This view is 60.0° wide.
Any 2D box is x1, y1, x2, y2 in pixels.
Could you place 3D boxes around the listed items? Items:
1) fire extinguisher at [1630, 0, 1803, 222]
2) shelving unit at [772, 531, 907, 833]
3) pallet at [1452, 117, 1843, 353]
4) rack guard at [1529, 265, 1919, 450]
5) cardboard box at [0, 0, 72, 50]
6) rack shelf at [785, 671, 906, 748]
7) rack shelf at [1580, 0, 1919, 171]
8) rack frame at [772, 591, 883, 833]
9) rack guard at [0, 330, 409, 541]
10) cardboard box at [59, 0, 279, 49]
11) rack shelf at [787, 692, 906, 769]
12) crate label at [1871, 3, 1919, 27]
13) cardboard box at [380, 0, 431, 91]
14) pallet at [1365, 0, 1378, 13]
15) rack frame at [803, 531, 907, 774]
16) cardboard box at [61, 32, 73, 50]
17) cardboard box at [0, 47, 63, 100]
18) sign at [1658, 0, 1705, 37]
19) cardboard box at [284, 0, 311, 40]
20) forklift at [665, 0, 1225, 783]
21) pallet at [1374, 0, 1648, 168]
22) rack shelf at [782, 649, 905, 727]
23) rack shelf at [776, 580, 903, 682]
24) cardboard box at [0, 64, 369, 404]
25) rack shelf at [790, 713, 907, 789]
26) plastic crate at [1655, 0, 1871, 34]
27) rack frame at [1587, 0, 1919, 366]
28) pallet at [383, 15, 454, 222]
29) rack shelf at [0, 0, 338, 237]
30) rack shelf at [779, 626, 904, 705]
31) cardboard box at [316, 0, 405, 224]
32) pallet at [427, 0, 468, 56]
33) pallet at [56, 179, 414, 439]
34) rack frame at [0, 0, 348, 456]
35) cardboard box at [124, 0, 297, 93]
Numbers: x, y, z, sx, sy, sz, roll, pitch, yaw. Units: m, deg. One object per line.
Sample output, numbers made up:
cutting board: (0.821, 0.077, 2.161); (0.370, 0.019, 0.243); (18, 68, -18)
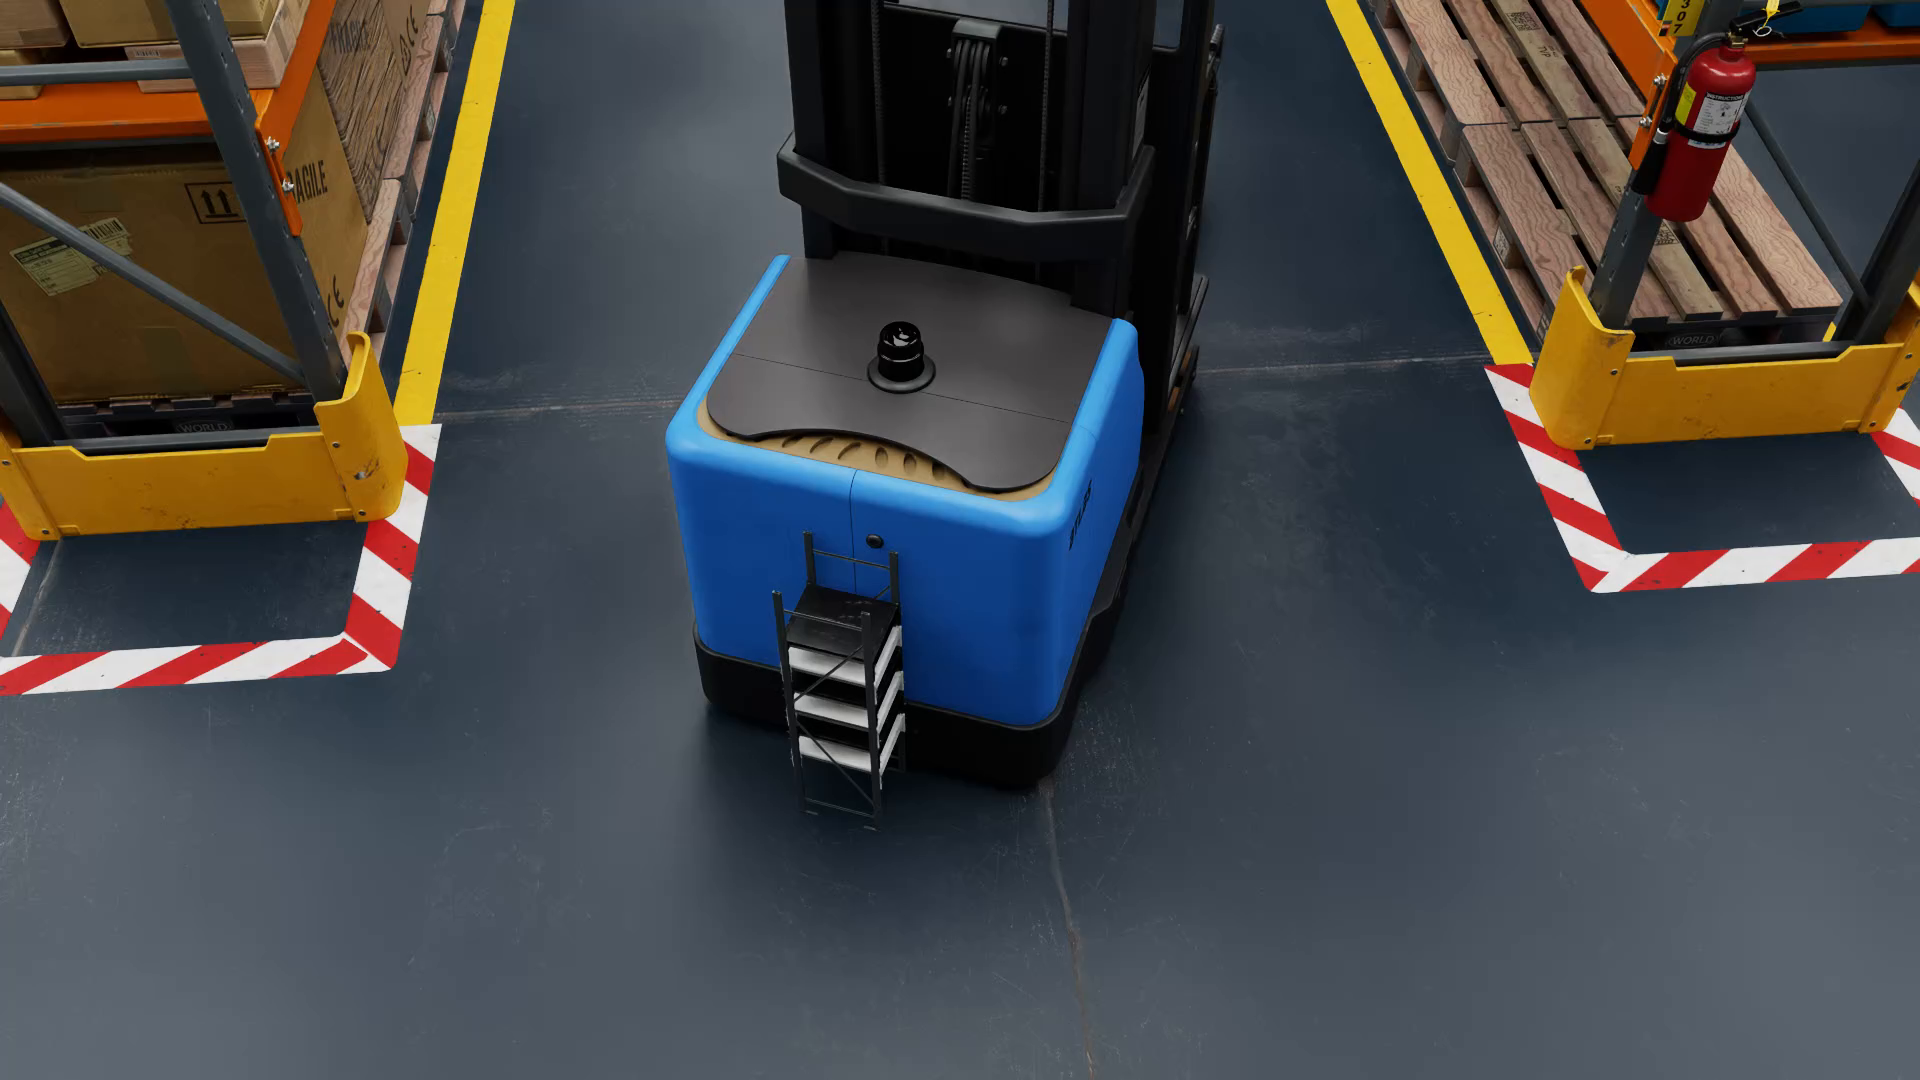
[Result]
fire extinguisher: (2.095, -1.211, 4.642); (0.296, 0.674, 0.183); (-3, 47, -3)
shelving unit: (-0.294, 0.385, 4.265); (0.258, 0.900, 0.210); (13, 48, 12)
pallet: (2.505, -1.143, 6.187); (1.003, 0.211, 1.213); (-3, 47, -3)
rack guard: (2.550, -0.627, 5.499); (1.175, 0.500, 0.348); (-3, 47, -3)
cardboard box: (-2.705, -1.587, 4.586); (0.500, 0.250, 0.500); (-4, 47, -4)
rack shelf: (-0.294, 0.408, 4.290); (0.258, 0.077, 0.200); (13, 48, 12)
rack shelf: (2.368, -2.703, 6.239); (1.077, 0.370, 4.000); (-3, 47, -3)
rack frame: (-0.324, 0.456, 4.199); (0.240, 0.900, 0.006); (13, 48, 12)
rack guard: (-2.398, -0.325, 5.214); (1.175, 0.500, 0.348); (-3, 47, -3)
cardboard box: (-2.172, -1.616, 4.613); (0.500, 0.250, 0.500); (-5, 47, -4)
rack shelf: (-0.294, 0.470, 4.355); (0.258, 0.077, 0.200); (13, 48, 12)
crate label: (2.843, -1.665, 4.835); (0.416, 0.233, 0.303); (-3, 47, -3)
cardboard box: (-2.684, -2.376, 6.609); (0.875, 0.875, 0.875); (-3, 47, -3)
pallet: (2.301, -2.909, 7.859); (1.003, 0.211, 1.213); (-3, 47, -3)
rack frame: (-0.264, 0.315, 4.332); (0.240, 0.900, 0.006); (13, 48, 12)
cardboard box: (-2.782, -1.541, 4.817); (0.380, 0.149, 0.250); (-3, 47, -3)
cardboard box: (-2.758, -1.353, 4.639); (0.380, 0.149, 0.250); (-3, 47, -3)
sign: (1.988, -1.514, 4.506); (0.100, 0.325, 0.005); (-3, 47, -3)
cardboard box: (-2.124, -1.578, 4.852); (0.380, 0.149, 0.250); (-4, 47, -4)
forklift: (0.184, -1.440, 4.595); (1.130, 2.935, 3.031); (13, 48, 12)
pallet: (2.406, -2.024, 7.021); (1.003, 0.211, 1.213); (-3, 47, -3)
rack shelf: (-0.294, 0.346, 4.224); (0.258, 0.077, 0.200); (13, 48, 12)
rack shelf: (-0.294, 0.222, 4.094); (0.258, 0.077, 0.200); (13, 48, 12)
cardboard box: (-2.534, -1.074, 5.375); (0.875, 0.875, 0.875); (-3, 47, -3)
rack shelf: (-0.294, 0.532, 4.420); (0.258, 0.077, 0.200); (13, 48, 12)
plastic crate: (2.321, -1.767, 4.792); (0.616, 0.435, 0.499); (-3, 47, -3)
rack frame: (2.535, -1.503, 4.608); (1.000, 3.000, 0.127); (-3, 47, -3)
pallet: (-2.644, -1.698, 6.712); (1.003, 0.211, 1.213); (-3, 47, -3)
rack shelf: (-2.568, -2.402, 5.954); (1.077, 0.370, 4.000); (-3, 47, -3)
rack shelf: (-0.294, 0.284, 4.159); (0.258, 0.077, 0.200); (13, 48, 12)
cardboard box: (-2.610, -1.732, 5.999); (0.875, 0.875, 0.875); (-3, 47, -3)
pallet: (-2.750, -2.582, 7.550); (1.003, 0.211, 1.213); (-3, 47, -3)
pallet: (-2.545, -0.817, 5.878); (1.003, 0.211, 1.213); (-3, 47, -3)
rack frame: (-2.400, -1.202, 4.322); (1.000, 3.000, 0.127); (-3, 47, -3)
cardboard box: (-2.101, -1.393, 4.676); (0.380, 0.149, 0.250); (-3, 47, -3)
